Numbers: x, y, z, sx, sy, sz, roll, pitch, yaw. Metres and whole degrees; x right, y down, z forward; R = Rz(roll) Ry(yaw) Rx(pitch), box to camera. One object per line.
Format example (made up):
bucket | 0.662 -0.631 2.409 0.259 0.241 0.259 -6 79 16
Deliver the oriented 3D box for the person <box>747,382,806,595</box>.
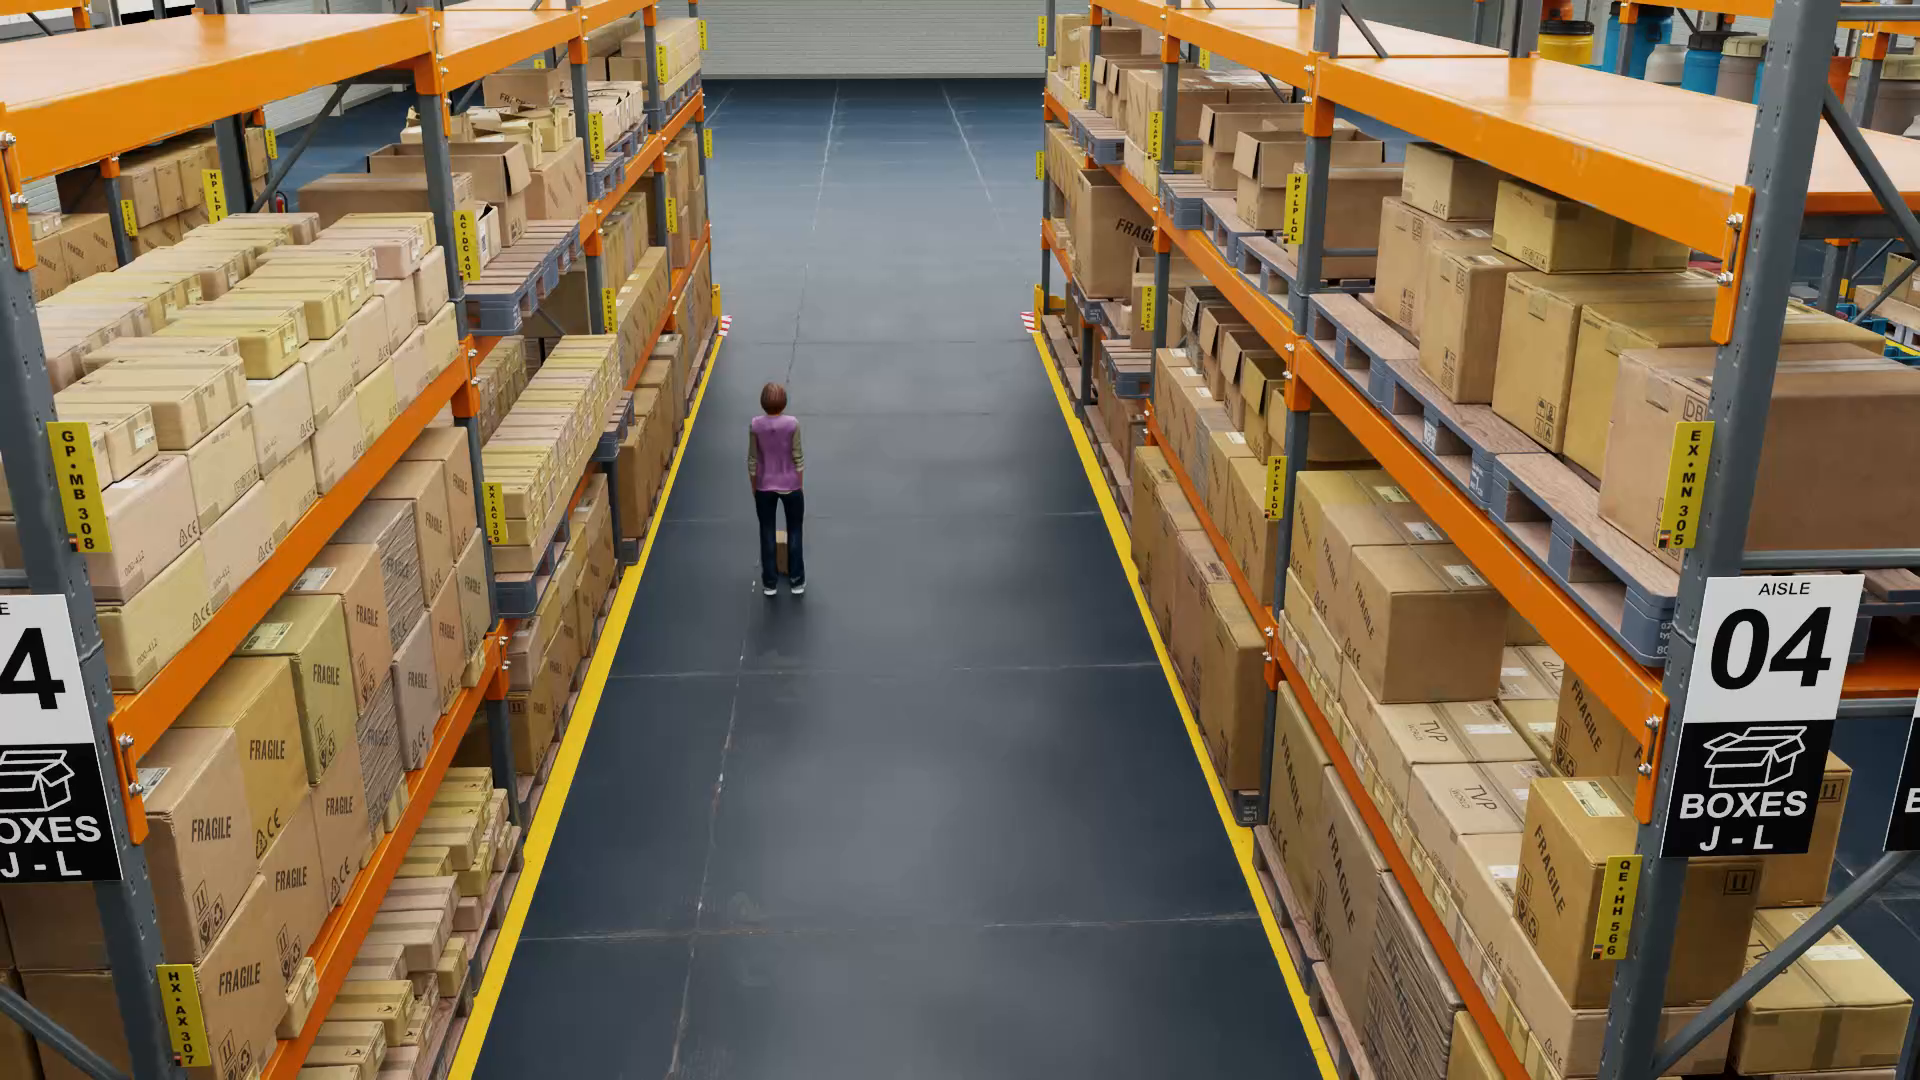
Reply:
person | -1.332 -0.370 12.080 0.406 1.594 0.308 -1 21 -2
